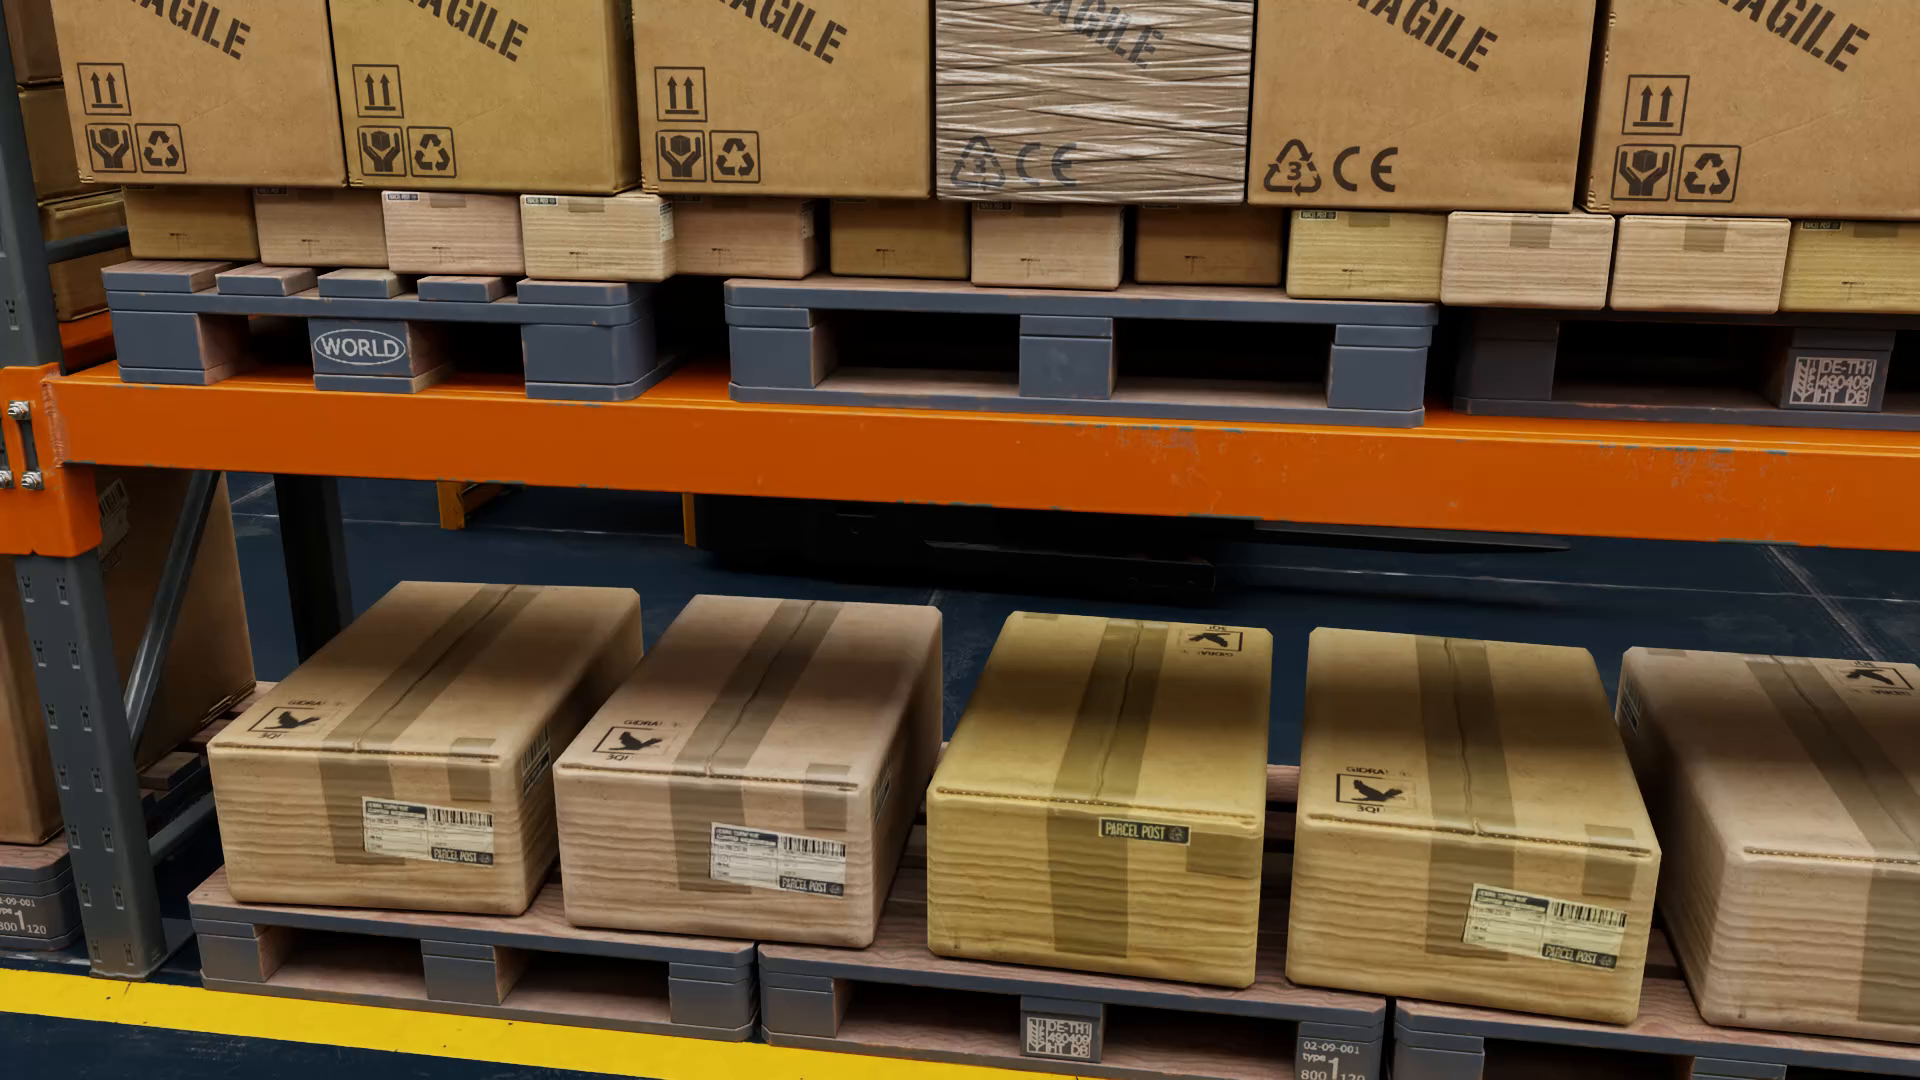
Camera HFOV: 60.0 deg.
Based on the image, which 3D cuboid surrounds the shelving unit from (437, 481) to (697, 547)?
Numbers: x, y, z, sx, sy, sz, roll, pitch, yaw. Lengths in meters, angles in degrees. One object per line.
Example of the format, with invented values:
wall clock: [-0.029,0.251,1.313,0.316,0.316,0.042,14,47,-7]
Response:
shelving unit: [-1.426,-0.810,6.360,1.083,1.500,0.587,4,19,11]

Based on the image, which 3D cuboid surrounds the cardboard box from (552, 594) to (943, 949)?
cardboard box: [-0.416,0.466,3.661,0.625,0.372,0.950,3,19,8]

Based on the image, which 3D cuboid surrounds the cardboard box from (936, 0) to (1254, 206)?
cardboard box: [0.239,-0.863,2.867,0.500,0.500,0.500,2,19,7]

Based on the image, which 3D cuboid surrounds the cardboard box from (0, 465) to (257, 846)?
cardboard box: [-2.371,0.101,3.961,0.875,0.875,0.875,3,19,8]

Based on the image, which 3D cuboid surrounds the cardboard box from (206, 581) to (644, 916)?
cardboard box: [-1.146,0.432,3.765,0.625,0.372,0.950,2,19,5]

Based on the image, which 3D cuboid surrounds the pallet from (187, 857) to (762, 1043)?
pallet: [-0.931,0.715,3.832,1.213,0.211,1.003,3,19,9]

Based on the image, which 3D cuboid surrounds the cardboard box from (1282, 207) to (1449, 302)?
cardboard box: [0.690,-0.521,2.866,0.250,0.149,0.380,3,19,9]

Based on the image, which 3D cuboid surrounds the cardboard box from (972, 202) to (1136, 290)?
cardboard box: [0.177,-0.556,2.971,0.250,0.149,0.380,4,19,10]

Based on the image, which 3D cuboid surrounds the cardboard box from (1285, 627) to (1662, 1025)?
cardboard box: [1.019,0.541,3.439,0.625,0.372,0.950,4,19,12]

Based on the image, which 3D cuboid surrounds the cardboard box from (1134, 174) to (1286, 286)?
cardboard box: [0.447,-0.566,3.002,0.250,0.149,0.380,2,19,7]

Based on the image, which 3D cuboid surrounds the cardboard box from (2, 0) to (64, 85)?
cardboard box: [-2.150,-1.270,3.637,0.500,0.500,0.500,2,19,7]

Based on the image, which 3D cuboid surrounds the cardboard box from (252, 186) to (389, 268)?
cardboard box: [-1.137,-0.627,3.185,0.250,0.149,0.380,2,19,5]

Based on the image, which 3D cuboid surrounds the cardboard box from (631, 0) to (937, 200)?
cardboard box: [-0.254,-0.891,2.949,0.500,0.500,0.500,3,19,10]

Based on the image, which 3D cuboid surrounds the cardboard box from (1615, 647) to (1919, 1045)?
cardboard box: [1.729,0.576,3.334,0.625,0.372,0.950,3,19,9]

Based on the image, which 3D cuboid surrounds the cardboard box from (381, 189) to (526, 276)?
cardboard box: [-0.874,-0.599,3.101,0.250,0.149,0.380,2,19,5]

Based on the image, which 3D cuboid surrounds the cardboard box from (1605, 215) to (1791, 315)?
cardboard box: [1.178,-0.485,2.761,0.250,0.149,0.380,3,19,8]

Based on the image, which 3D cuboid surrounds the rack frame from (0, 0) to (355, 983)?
rack frame: [-1.702,-0.647,3.509,0.127,3.000,1.000,3,19,9]

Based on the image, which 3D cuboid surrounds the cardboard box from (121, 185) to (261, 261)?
cardboard box: [-1.411,-0.652,3.259,0.250,0.149,0.380,2,19,5]

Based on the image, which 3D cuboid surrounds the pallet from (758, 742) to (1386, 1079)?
pallet: [0.270,0.778,3.647,1.213,0.211,1.003,3,19,9]

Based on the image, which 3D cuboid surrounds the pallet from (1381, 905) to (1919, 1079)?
pallet: [1.478,0.838,3.465,1.213,0.211,1.003,3,19,9]

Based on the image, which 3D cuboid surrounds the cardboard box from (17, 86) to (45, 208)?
cardboard box: [-2.221,-0.758,3.288,0.500,0.250,0.500,3,19,8]

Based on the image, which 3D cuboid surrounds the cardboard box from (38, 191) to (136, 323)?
cardboard box: [-2.145,-0.679,3.842,0.500,0.250,0.500,3,19,8]

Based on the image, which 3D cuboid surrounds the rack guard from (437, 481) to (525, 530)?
rack guard: [-1.913,-0.249,6.655,0.087,0.250,0.587,4,19,11]

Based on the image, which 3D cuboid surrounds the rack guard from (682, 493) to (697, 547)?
rack guard: [-0.938,-0.185,6.463,0.087,0.250,0.587,4,19,11]

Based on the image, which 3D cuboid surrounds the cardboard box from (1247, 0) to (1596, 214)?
cardboard box: [0.756,-0.837,2.789,0.500,0.500,0.500,4,19,11]

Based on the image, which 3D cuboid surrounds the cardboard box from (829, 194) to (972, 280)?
cardboard box: [-0.070,-0.589,3.071,0.250,0.149,0.380,4,19,11]

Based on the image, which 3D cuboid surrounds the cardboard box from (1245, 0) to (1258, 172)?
cardboard box: [0.340,-1.023,3.346,0.500,0.500,0.500,2,19,6]

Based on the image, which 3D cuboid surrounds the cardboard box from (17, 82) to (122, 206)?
cardboard box: [-2.163,-0.916,3.761,0.500,0.250,0.500,3,19,8]

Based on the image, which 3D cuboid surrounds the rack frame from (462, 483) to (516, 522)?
rack frame: [-1.914,-0.842,6.456,0.032,1.500,0.500,4,19,11]

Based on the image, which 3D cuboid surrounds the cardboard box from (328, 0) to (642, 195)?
cardboard box: [-0.779,-0.915,3.023,0.500,0.500,0.500,4,19,11]

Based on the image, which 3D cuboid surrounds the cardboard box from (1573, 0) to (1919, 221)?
cardboard box: [1.265,-0.809,2.705,0.500,0.500,0.500,3,19,9]

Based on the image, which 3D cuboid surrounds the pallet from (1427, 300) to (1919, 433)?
pallet: [1.516,-0.439,3.189,1.213,0.211,1.003,3,19,9]

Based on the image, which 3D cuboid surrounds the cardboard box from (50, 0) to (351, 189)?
cardboard box: [-1.295,-0.939,3.095,0.500,0.500,0.500,2,19,7]

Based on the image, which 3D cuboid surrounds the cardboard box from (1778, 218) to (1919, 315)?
cardboard box: [1.438,-0.484,2.756,0.250,0.149,0.380,2,19,7]

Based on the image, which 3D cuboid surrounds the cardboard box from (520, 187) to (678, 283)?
cardboard box: [-0.606,-0.579,3.040,0.250,0.149,0.380,3,19,9]

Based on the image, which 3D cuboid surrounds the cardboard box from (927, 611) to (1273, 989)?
cardboard box: [0.332,0.506,3.542,0.625,0.372,0.950,4,19,10]

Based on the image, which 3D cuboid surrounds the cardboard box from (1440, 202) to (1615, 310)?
cardboard box: [0.925,-0.497,2.796,0.250,0.149,0.380,3,19,9]

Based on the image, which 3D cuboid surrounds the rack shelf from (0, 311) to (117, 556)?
rack shelf: [-3.677,-0.406,3.924,4.000,0.370,1.077,3,19,9]

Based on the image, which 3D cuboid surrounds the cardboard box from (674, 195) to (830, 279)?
cardboard box: [-0.355,-0.591,3.077,0.250,0.149,0.380,4,19,12]

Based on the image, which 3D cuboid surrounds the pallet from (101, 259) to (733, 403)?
pallet: [-0.982,-0.553,3.532,1.003,0.211,1.213,3,19,9]

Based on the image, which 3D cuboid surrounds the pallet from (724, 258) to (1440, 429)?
pallet: [0.259,-0.469,3.280,1.213,0.211,1.003,3,19,9]

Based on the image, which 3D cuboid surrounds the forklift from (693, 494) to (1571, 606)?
forklift: [0.612,-1.350,5.719,3.031,2.935,1.130,4,19,11]

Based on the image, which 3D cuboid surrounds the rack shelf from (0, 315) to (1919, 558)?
rack shelf: [0.272,-0.205,3.322,4.000,0.370,1.077,3,19,9]

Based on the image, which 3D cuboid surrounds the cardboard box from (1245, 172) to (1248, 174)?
cardboard box: [0.469,-0.727,3.481,0.250,0.149,0.380,4,19,11]

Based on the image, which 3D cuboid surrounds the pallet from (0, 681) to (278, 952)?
pallet: [-2.469,0.612,4.140,1.213,0.211,1.003,3,19,9]
